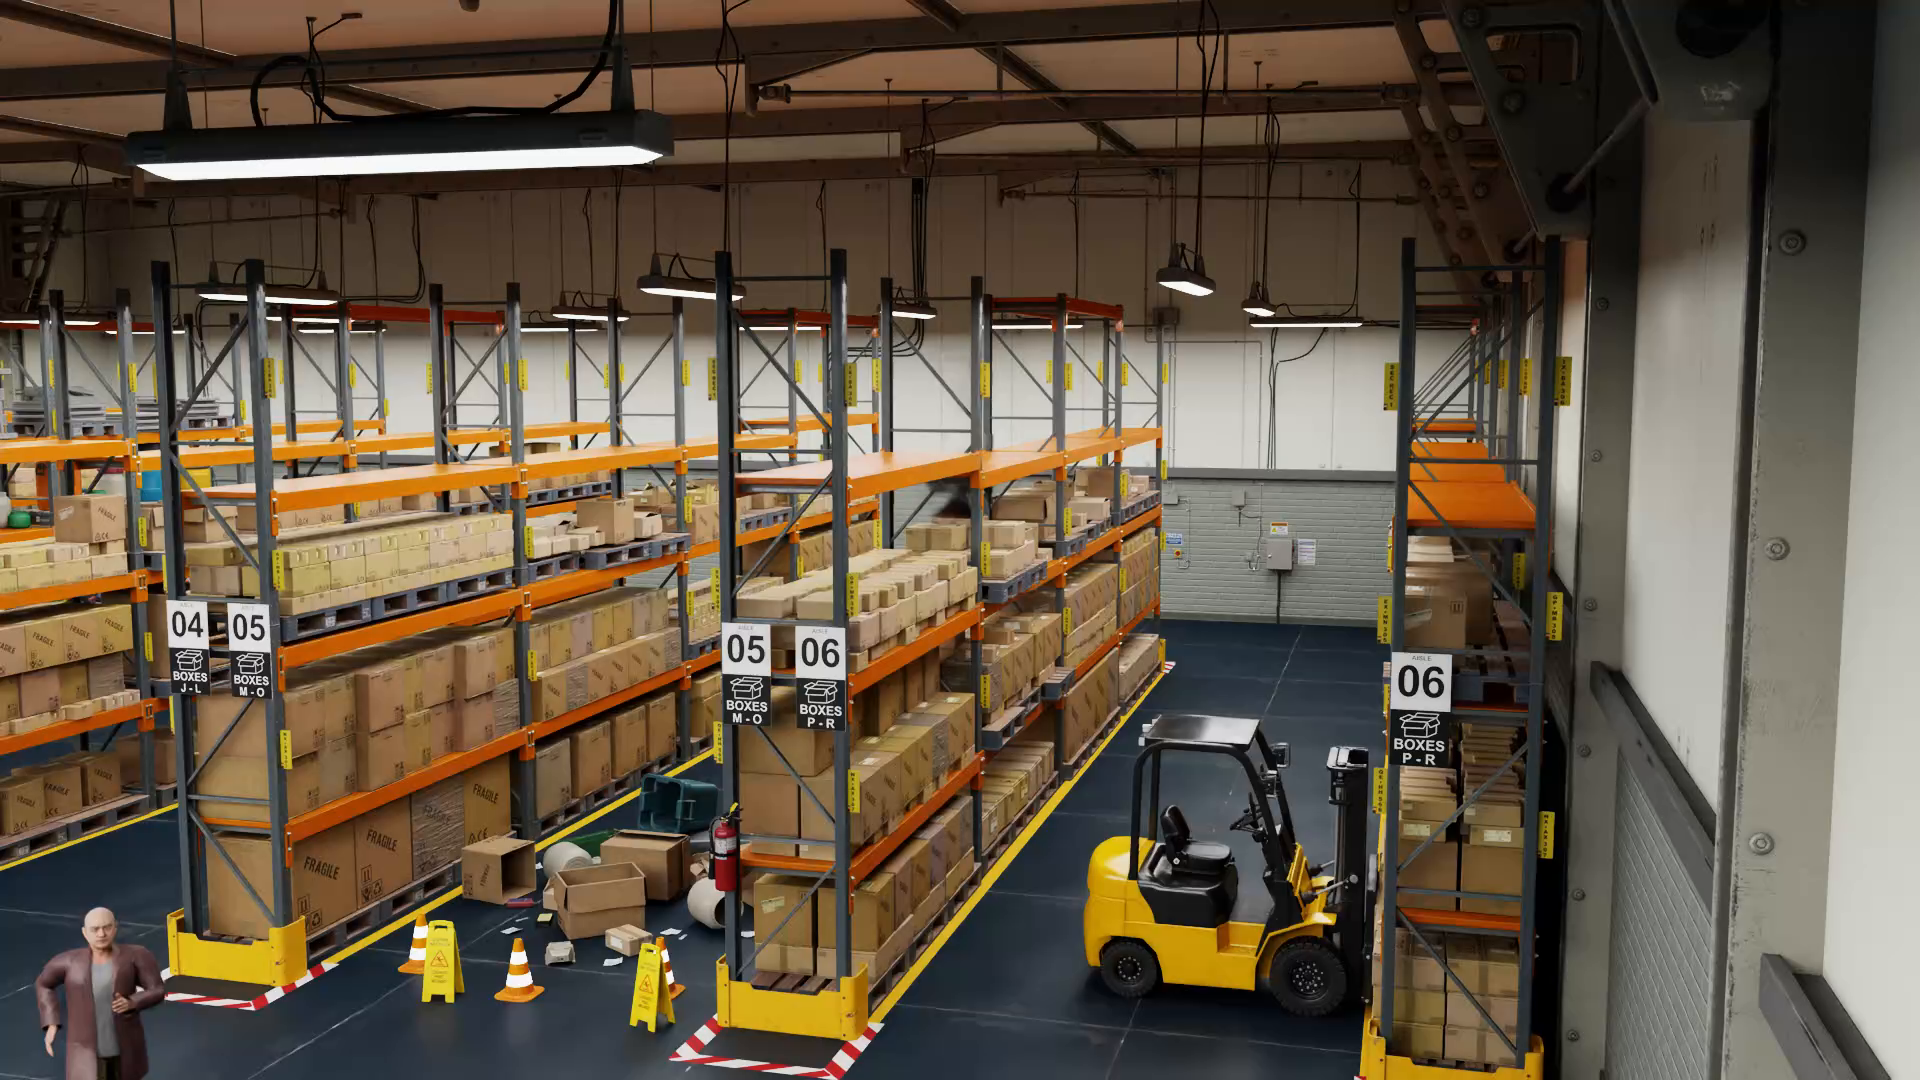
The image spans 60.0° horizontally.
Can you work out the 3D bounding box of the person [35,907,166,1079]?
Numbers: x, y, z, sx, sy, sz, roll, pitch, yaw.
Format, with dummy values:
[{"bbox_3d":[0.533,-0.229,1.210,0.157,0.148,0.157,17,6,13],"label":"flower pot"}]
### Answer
[{"bbox_3d":[-5.310,3.173,10.336,0.689,1.810,0.984,-4,7,-34],"label":"person"}]
